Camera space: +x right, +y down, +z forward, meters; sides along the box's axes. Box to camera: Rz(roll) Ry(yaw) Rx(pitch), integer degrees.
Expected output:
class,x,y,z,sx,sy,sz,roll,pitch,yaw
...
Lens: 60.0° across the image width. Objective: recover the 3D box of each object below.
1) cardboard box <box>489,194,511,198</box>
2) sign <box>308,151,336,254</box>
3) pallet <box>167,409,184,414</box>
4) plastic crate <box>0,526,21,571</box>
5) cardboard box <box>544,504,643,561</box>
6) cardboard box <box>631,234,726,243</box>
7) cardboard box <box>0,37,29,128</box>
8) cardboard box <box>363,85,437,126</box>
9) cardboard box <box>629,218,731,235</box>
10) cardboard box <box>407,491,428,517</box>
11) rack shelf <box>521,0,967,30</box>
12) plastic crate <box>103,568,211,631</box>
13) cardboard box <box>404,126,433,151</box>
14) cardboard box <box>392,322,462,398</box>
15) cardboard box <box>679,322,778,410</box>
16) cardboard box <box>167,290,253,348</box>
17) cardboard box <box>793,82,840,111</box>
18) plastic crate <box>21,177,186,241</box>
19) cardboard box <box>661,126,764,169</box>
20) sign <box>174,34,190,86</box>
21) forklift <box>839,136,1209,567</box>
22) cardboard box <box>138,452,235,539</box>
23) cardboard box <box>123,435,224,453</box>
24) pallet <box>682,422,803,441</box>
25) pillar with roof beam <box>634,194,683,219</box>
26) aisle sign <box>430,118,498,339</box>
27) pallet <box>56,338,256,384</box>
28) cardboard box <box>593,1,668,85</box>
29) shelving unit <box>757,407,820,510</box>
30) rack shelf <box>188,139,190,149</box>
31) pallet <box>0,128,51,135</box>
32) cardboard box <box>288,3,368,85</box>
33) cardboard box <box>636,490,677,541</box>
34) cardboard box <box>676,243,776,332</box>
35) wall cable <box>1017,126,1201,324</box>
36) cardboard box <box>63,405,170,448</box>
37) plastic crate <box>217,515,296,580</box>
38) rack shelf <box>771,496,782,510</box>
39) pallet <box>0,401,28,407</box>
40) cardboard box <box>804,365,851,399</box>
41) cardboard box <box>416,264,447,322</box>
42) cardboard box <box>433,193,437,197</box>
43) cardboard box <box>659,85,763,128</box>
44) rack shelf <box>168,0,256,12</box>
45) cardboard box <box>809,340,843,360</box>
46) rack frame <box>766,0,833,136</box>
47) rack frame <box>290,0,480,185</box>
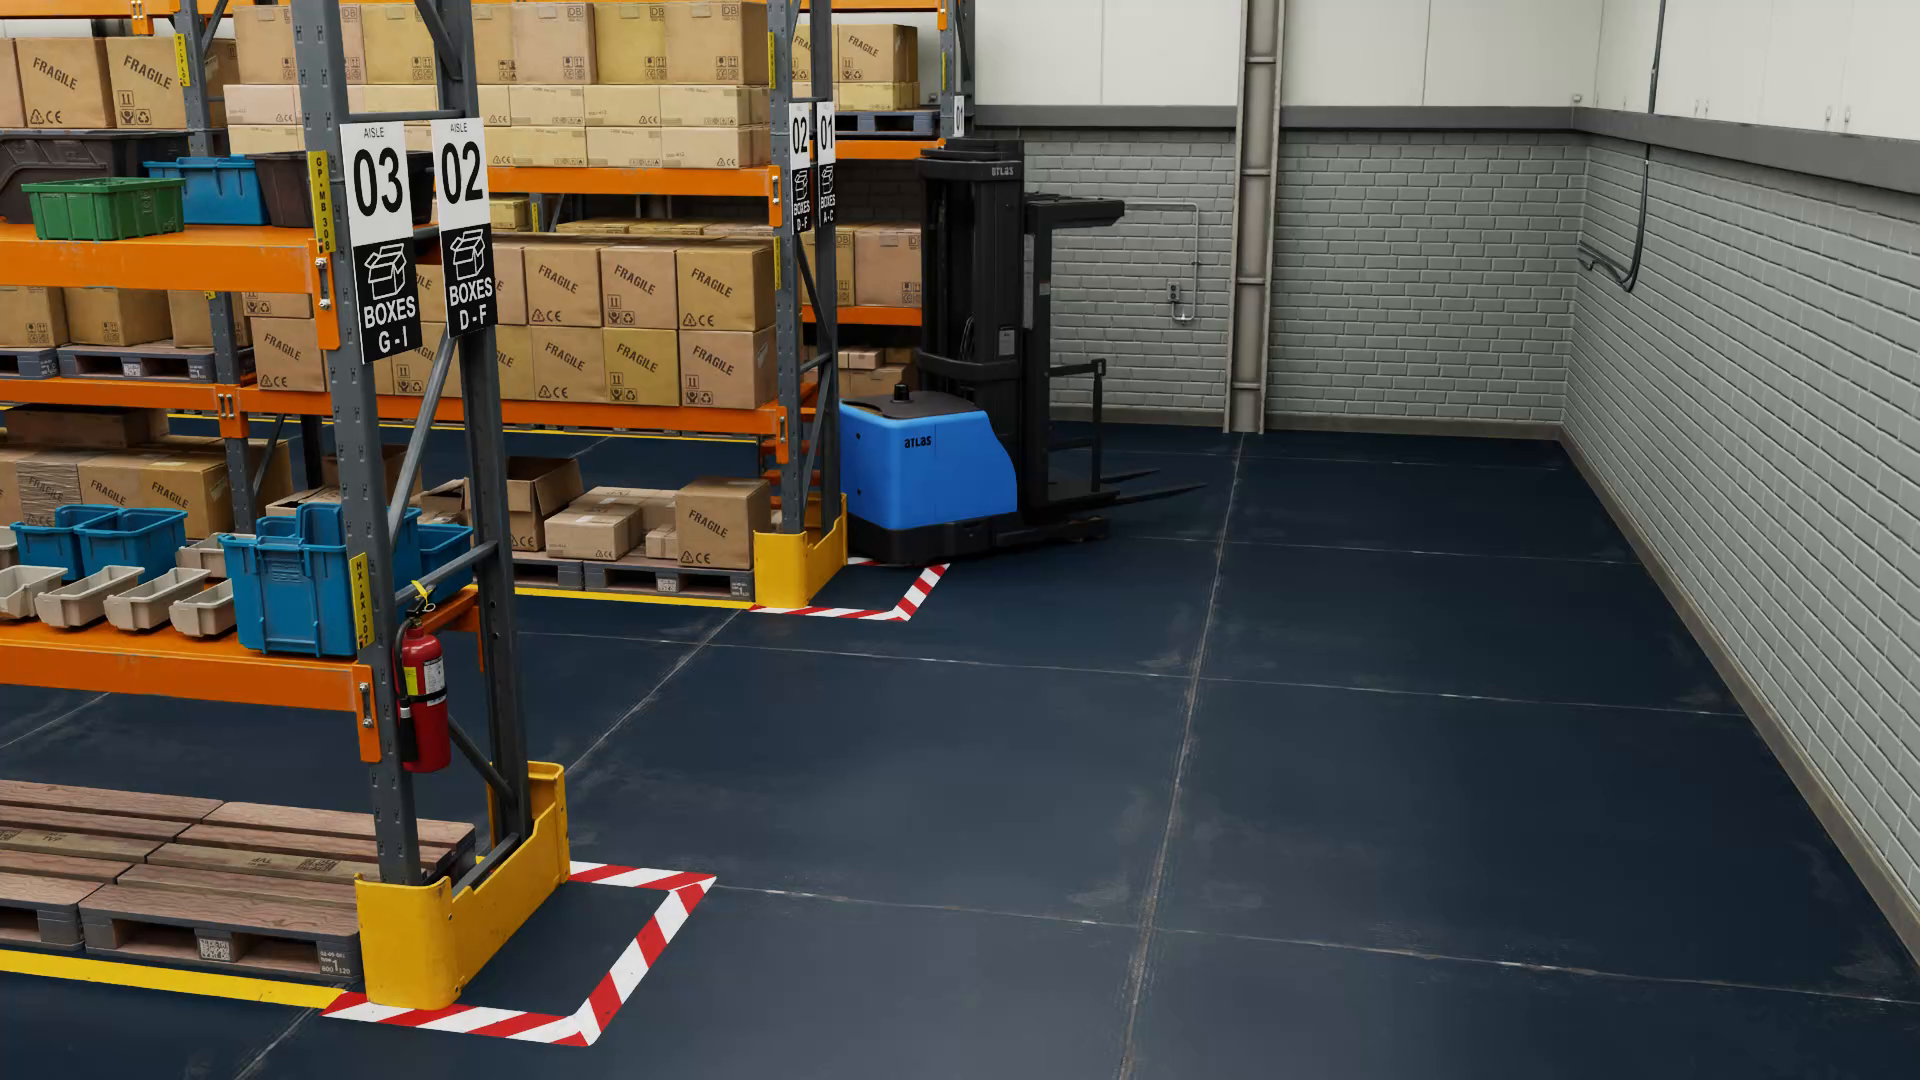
class,x,y,z,sx,sy,sz,roll,pitch,yaw
cardboard box,-4.849,-3.339,16.741,0.500,0.250,0.500,3,16,12
sign,-2.084,-1.104,5.435,0.005,0.325,0.100,3,16,11
pallet,-8.622,-1.569,17.760,1.213,0.211,1.003,3,16,11
plastic crate,-4.144,0.046,7.089,0.466,0.136,0.293,3,16,11
cardboard box,-2.507,-0.059,11.412,0.500,0.250,0.500,3,16,11
cardboard box,-1.896,-1.797,11.302,0.500,0.500,0.500,3,16,12
cardboard box,-6.706,-3.222,11.726,0.600,0.600,0.600,2,16,9
cardboard box,-3.515,-2.829,10.813,0.500,0.250,0.500,3,16,11
cardboard box,-2.694,-2.729,16.163,0.700,0.700,0.980,3,16,10
cardboard box,-3.925,-0.240,12.254,0.250,0.149,0.380,3,16,11
rack shelf,-1.976,-4.903,15.432,4.000,0.370,1.077,3,16,11
plastic crate,-3.107,0.230,6.426,0.243,0.136,0.396,3,16,11
cardboard box,-3.514,-2.590,10.884,0.500,0.250,0.500,3,16,11
cardboard box,-3.482,-1.258,11.227,0.500,0.500,0.500,3,16,11
cardboard box,-1.493,-1.150,10.837,0.500,0.500,0.500,4,16,13
cardboard box,-5.339,-1.696,12.022,0.500,0.500,0.700,-2,16,-8
cardboard box,-1.297,-4.066,15.239,0.500,0.250,0.500,3,16,9
plastic crate,-3.014,-1.175,5.891,0.336,0.188,0.450,3,16,11
cardboard box,-1.556,-2.481,10.490,0.500,0.250,0.500,3,16,11
sign,-5.027,-3.101,10.742,0.005,0.325,0.100,3,16,11
forklift,0.528,-1.501,12.419,3.031,2.935,1.130,-9,18,-31
cardboard box,-5.460,-0.320,11.888,0.500,0.500,0.500,3,16,11
cardboard box,-5.870,-0.484,12.479,0.500,0.500,0.500,3,16,12
pallet,-2.008,-1.189,16.388,1.213,0.211,1.003,3,16,11
pillar with roof beam,-3.936,-4.612,12.284,0.400,9.000,9.100,3,16,11
aisle sign,-1.861,-1.180,6.263,0.004,0.787,0.394,3,16,11
pallet,-5.681,-1.340,12.071,1.213,0.211,1.003,3,16,11
cardboard box,-1.980,-3.196,10.733,0.500,0.500,0.700,3,16,11
shelving unit,-1.185,-0.483,11.983,0.503,1.200,0.258,0,15,1
rack shelf,-5.896,-3.863,16.548,4.000,0.370,1.077,3,16,11
pallet,-6.562,-2.824,11.802,1.003,0.211,1.213,3,16,11
cardboard box,-3.974,-3.258,10.955,0.500,0.500,0.700,3,16,11
cardboard box,-1.966,-0.166,11.798,0.500,0.250,0.500,3,16,11
cardboard box,-1.491,-1.631,10.700,0.500,0.500,0.500,3,16,11
wall cable,1.427,-3.114,16.212,1.851,1.984,0.084,3,16,11
cardboard box,-6.325,-0.873,12.479,0.500,0.250,0.500,3,16,11
plastic crate,-2.812,0.064,6.843,0.300,0.233,0.416,3,16,11
rack shelf,-1.185,-0.226,12.051,0.480,0.148,0.258,0,15,1
pallet,-9.813,-1.634,17.996,1.213,0.211,1.003,3,16,11
cardboard box,-1.213,-1.480,16.113,0.500,0.500,0.700,3,16,11
cardboard box,-3.505,-1.738,11.088,0.500,0.500,0.500,3,16,9
cardboard box,-5.341,-3.364,16.832,0.500,0.250,0.500,3,16,9
cardboard box,-1.554,-2.724,10.432,0.500,0.250,0.500,3,16,11
rack shelf,-6.880,-3.820,11.522,4.000,0.370,1.077,3,16,11
cardboard box,-1.302,-1.852,16.241,0.250,0.149,0.380,3,16,12
rack frame,-1.000,-4.040,10.220,0.127,3.000,1.000,3,16,11
rack frame,-1.991,-2.745,5.543,0.127,3.000,1.000,3,16,11
